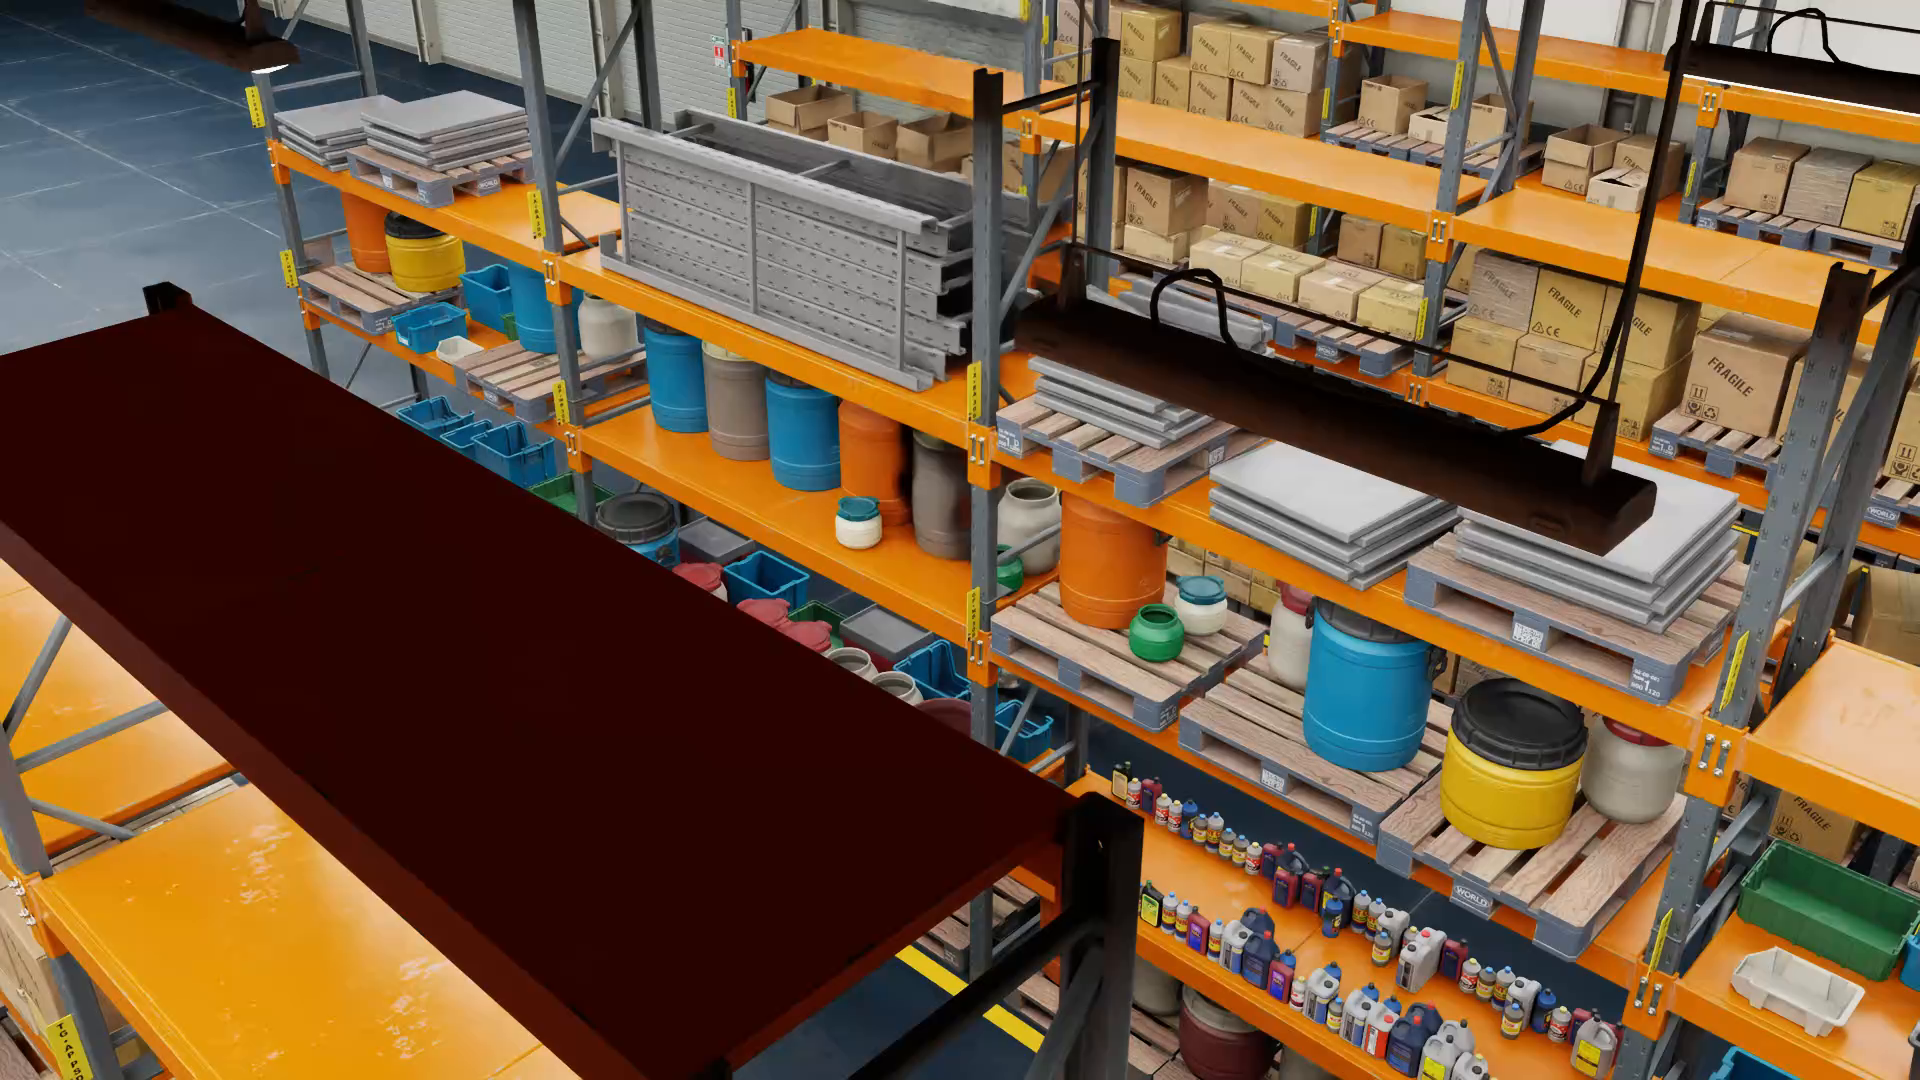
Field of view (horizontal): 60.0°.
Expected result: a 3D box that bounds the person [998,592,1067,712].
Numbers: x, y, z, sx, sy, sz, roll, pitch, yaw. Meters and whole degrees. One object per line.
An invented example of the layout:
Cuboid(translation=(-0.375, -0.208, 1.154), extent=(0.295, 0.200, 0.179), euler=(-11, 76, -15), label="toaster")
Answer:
Cuboid(translation=(0.643, 0.647, 13.320), extent=(1.201, 1.806, 0.674), euler=(20, 35, 31), label="person")
